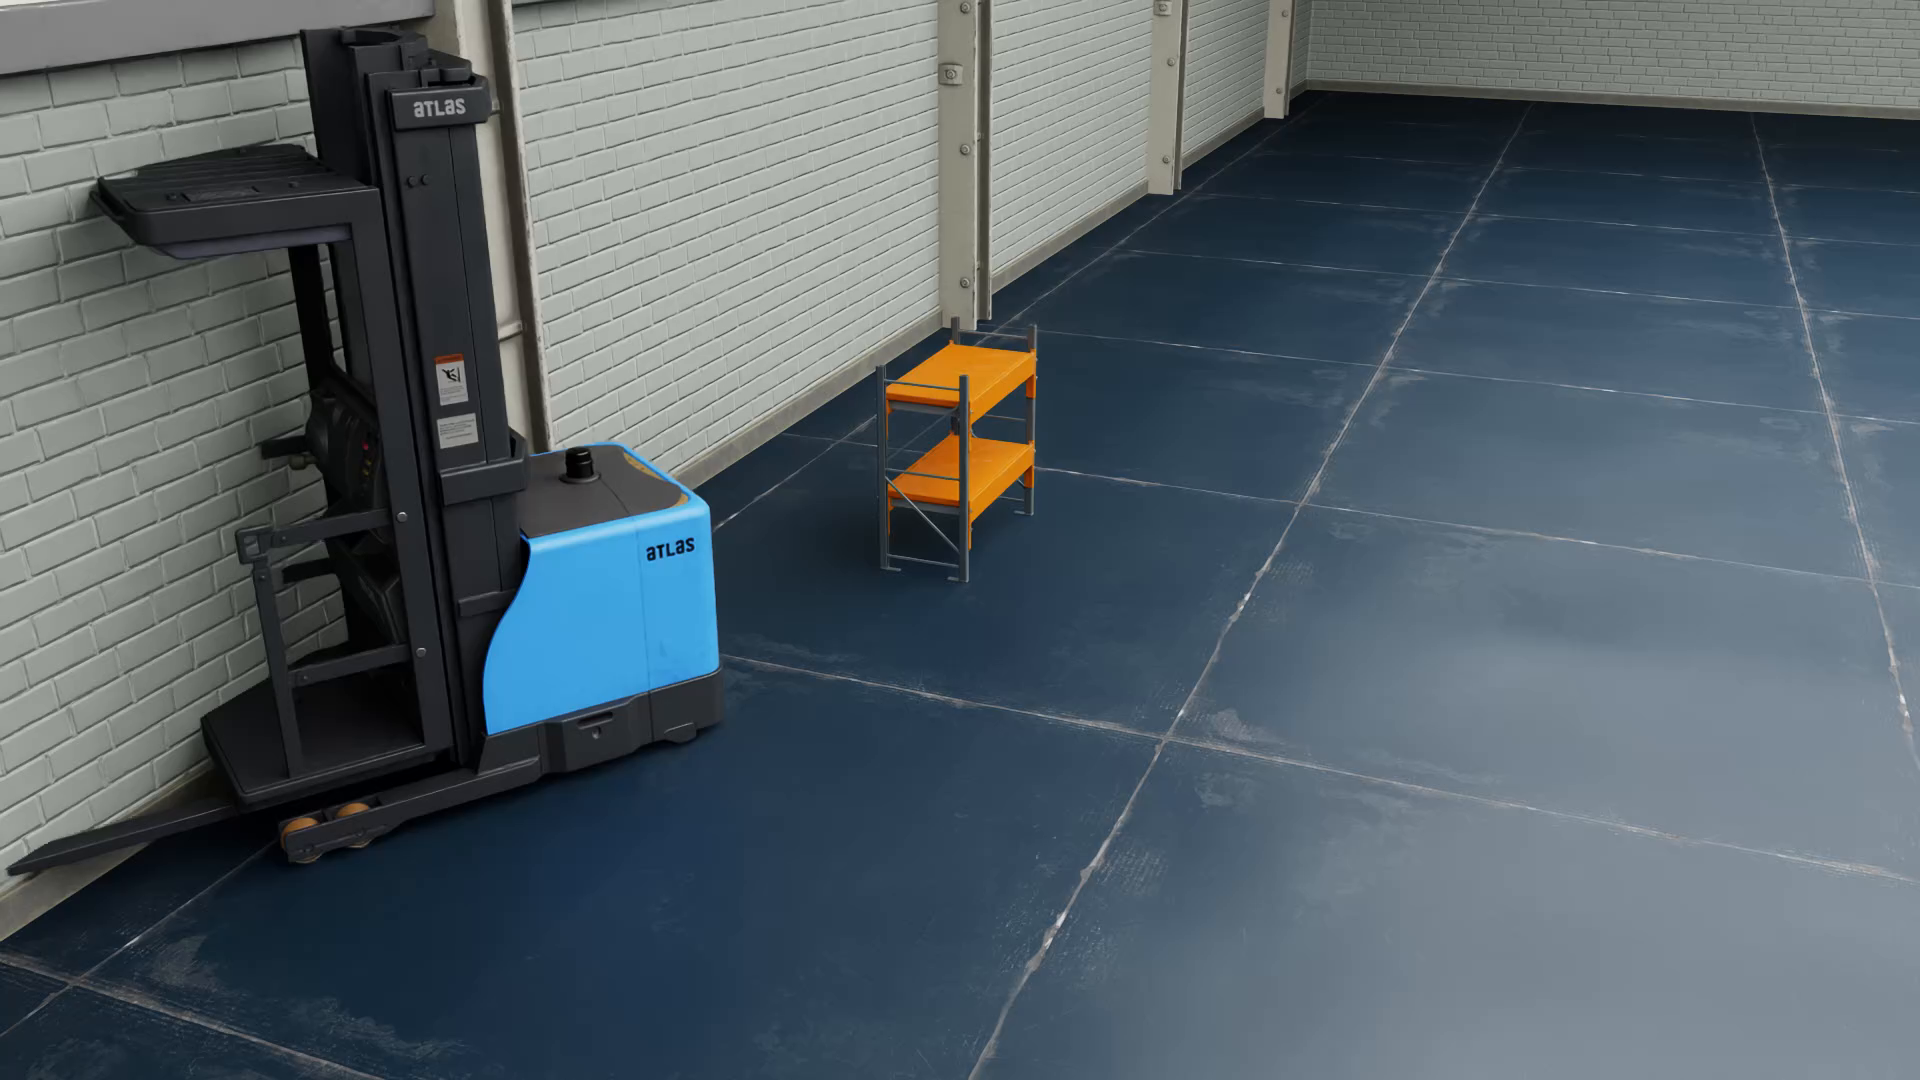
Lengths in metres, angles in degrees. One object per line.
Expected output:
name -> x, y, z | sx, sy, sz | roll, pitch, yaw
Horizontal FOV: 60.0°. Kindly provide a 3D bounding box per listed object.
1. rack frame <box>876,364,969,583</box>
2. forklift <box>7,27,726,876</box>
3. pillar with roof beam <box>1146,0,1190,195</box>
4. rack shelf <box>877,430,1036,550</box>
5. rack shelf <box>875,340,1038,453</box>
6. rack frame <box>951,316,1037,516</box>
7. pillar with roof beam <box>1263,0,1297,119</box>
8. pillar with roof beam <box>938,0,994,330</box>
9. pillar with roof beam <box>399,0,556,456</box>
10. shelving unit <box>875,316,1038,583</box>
rack frame -> -0.191, -0.335, 8.592 | 0.500, 1.125, 0.032 | 9, 24, 20
forklift -> -2.531, -0.358, 6.305 | 3.031, 2.935, 1.130 | -14, 27, -31
pillar with roof beam -> 6.267, -7.444, 15.396 | 9.100, 9.000, 0.400 | 9, 24, 20
rack shelf -> -0.003, -0.291, 9.122 | 0.538, 0.278, 1.000 | 9, 24, 20
rack shelf -> -0.003, -0.787, 8.915 | 0.538, 0.278, 1.000 | 9, 24, 20
rack frame -> 0.186, -0.699, 9.463 | 0.500, 1.125, 0.032 | 9, 24, 20
pillar with roof beam -> 8.496, -9.591, 20.536 | 9.100, 9.000, 0.400 | 9, 24, 20
pillar with roof beam -> 4.039, -5.297, 10.255 | 9.100, 9.000, 0.400 | 9, 24, 20
pillar with roof beam -> 1.810, -3.150, 5.115 | 9.100, 9.000, 0.400 | 9, 24, 20
shelving unit -> -0.003, -0.517, 9.027 | 0.538, 1.125, 1.048 | 9, 24, 20
